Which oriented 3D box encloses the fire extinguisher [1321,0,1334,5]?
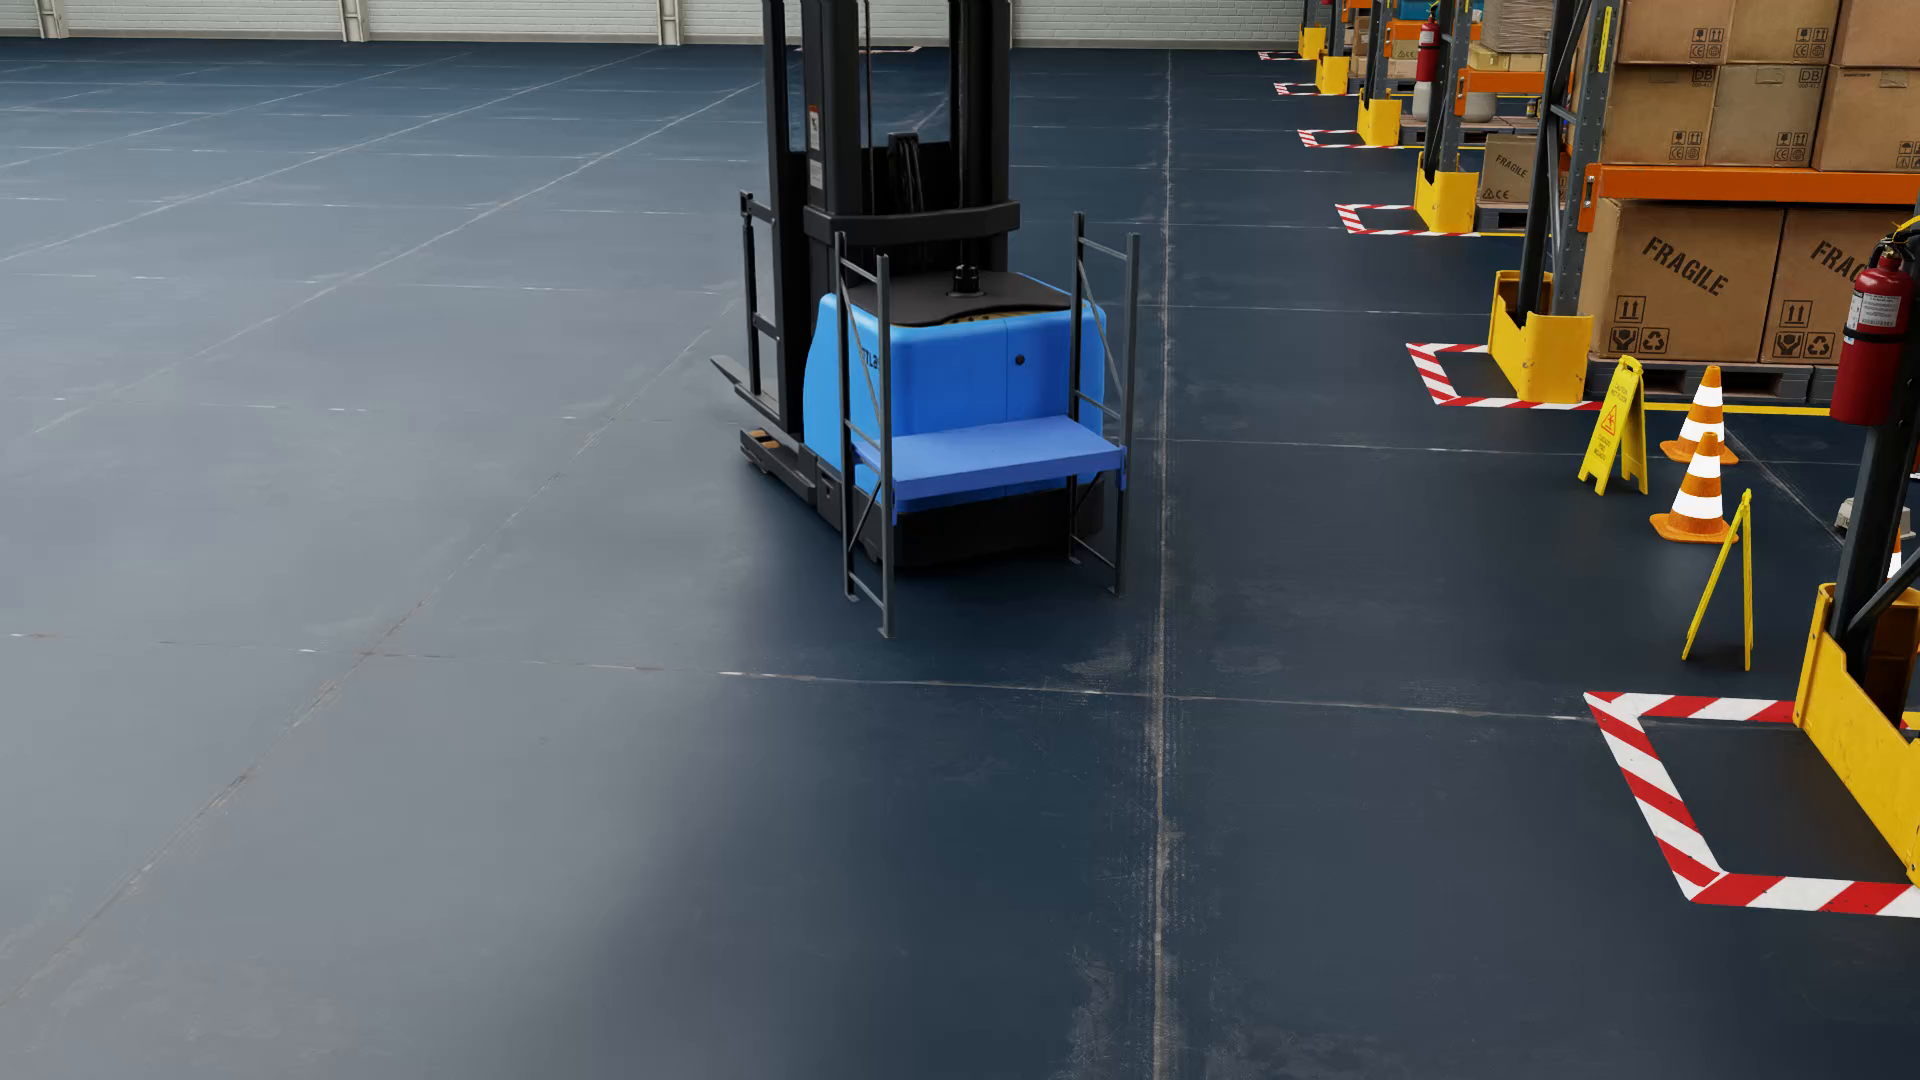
[{"bbox_3d":[5.232,-7.941,23.551,0.183,0.674,0.296,2,22,6],"label":"fire extinguisher"}]

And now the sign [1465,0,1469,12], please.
[{"bbox_3d":[4.061,-4.390,13.287,0.005,0.325,0.100,2,22,6],"label":"sign"}]

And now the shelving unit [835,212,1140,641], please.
[{"bbox_3d":[0.102,-0.467,6.580,1.048,1.500,0.538,-9,23,-22],"label":"shelving unit"}]

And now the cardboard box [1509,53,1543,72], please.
[{"bbox_3d":[4.626,-3.952,13.697,0.250,0.149,0.380,2,22,6],"label":"cardboard box"}]

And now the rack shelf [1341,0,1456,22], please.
[{"bbox_3d":[7.281,-7.381,23.008,4.000,0.370,1.077,2,22,6],"label":"rack shelf"}]

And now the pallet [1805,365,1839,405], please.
[{"bbox_3d":[5.452,-1.022,9.739,1.213,0.211,1.003,2,22,6],"label":"pallet"}]

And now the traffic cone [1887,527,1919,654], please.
[{"bbox_3d":[3.538,0.160,6.406,0.334,0.463,0.336,2,22,6],"label":"traffic cone"}]

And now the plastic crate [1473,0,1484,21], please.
[{"bbox_3d":[5.884,-5.982,18.694,0.408,0.251,0.499,2,22,6],"label":"plastic crate"}]

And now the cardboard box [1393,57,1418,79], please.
[{"bbox_3d":[6.298,-6.594,23.208,0.500,0.250,0.500,2,22,6],"label":"cardboard box"}]

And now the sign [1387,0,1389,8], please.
[{"bbox_3d":[4.639,-5.922,17.963,0.005,0.325,0.100,2,22,6],"label":"sign"}]

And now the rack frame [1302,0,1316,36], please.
[{"bbox_3d":[5.874,-9.611,27.670,0.127,3.000,1.000,2,22,6],"label":"rack frame"}]

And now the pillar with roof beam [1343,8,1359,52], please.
[{"bbox_3d":[6.164,-11.115,23.314,0.400,9.000,9.100,2,22,6],"label":"pillar with roof beam"}]

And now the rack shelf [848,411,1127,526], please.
[{"bbox_3d":[0.102,-0.300,6.646,1.000,0.185,0.538,-9,23,-22],"label":"rack shelf"}]

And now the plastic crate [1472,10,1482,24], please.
[{"bbox_3d":[5.559,-5.715,18.174,0.250,0.136,0.298,2,22,6],"label":"plastic crate"}]

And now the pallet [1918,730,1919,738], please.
[{"bbox_3d":[3.837,0.781,5.178,1.213,0.211,1.003,2,22,6],"label":"pallet"}]

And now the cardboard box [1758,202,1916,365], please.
[{"bbox_3d":[4.996,-1.544,9.583,0.875,0.875,0.875,2,22,5],"label":"cardboard box"}]

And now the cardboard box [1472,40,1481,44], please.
[{"bbox_3d":[7.290,-6.897,22.955,0.500,0.500,0.500,2,22,6],"label":"cardboard box"}]

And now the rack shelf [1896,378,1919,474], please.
[{"bbox_3d":[4.945,-0.146,4.709,4.000,0.370,1.077,2,22,6],"label":"rack shelf"}]

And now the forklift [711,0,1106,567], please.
[{"bbox_3d":[-0.460,-1.753,7.887,1.130,2.935,3.031,-10,24,-24],"label":"forklift"}]

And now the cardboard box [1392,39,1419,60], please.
[{"bbox_3d":[6.298,-6.942,23.068,0.500,0.500,0.500,2,22,6],"label":"cardboard box"}]

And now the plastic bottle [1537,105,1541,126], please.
[{"bbox_3d":[6.472,-4.737,18.456,0.097,0.271,0.097,0,22,0],"label":"plastic bottle"}]

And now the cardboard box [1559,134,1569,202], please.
[{"bbox_3d":[5.341,-3.172,14.212,0.500,0.500,0.500,8,23,20],"label":"cardboard box"}]

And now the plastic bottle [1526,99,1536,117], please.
[{"bbox_3d":[6.583,-4.978,19.158,0.097,0.201,0.097,0,22,0],"label":"plastic bottle"}]

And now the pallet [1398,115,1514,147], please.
[{"bbox_3d":[5.595,-4.674,18.975,1.213,0.211,1.003,2,22,6],"label":"pallet"}]

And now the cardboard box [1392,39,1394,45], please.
[{"bbox_3d":[7.116,-8.478,27.862,0.500,0.311,0.500,4,22,11],"label":"cardboard box"}]

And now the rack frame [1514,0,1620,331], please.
[{"bbox_3d":[3.441,-2.379,9.378,0.127,3.000,1.000,2,22,6],"label":"rack frame"}]

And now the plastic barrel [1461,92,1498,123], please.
[{"bbox_3d":[5.868,-5.010,18.845,0.421,0.512,0.421,0,22,0],"label":"plastic barrel"}]

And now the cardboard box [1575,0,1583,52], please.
[{"bbox_3d":[5.179,-4.359,13.844,0.500,0.500,0.875,2,22,6],"label":"cardboard box"}]

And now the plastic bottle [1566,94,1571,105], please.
[{"bbox_3d":[6.968,-4.986,19.077,0.135,0.276,0.152,2,22,5],"label":"plastic bottle"}]

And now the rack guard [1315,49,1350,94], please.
[{"bbox_3d":[5.271,-6.641,23.557,0.348,0.500,1.175,2,22,6],"label":"rack guard"}]

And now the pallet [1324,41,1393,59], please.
[{"bbox_3d":[6.752,-8.263,28.053,1.213,0.211,1.003,2,22,6],"label":"pallet"}]

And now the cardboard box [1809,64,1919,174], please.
[{"bbox_3d":[4.905,-2.363,9.134,0.550,0.550,0.875,2,22,6],"label":"cardboard box"}]

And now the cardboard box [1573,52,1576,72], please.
[{"bbox_3d":[5.123,-3.932,13.647,0.250,0.149,0.380,2,22,6],"label":"cardboard box"}]

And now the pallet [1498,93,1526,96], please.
[{"bbox_3d":[7.267,-6.434,23.427,1.213,0.211,1.003,2,22,6],"label":"pallet"}]

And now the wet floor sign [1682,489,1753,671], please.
[{"bbox_3d":[2.896,0.129,6.237,0.232,0.644,0.267,11,24,25],"label":"wet floor sign"}]

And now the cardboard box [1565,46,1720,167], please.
[{"bbox_3d":[3.815,-2.449,9.351,0.550,0.550,0.875,2,22,6],"label":"cardboard box"}]

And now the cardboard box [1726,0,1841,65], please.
[{"bbox_3d":[4.362,-2.931,9.100,0.550,0.550,0.875,2,22,6],"label":"cardboard box"}]

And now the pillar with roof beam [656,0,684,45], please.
[{"bbox_3d":[-5.753,-11.634,24.627,0.400,9.000,9.100,2,22,6],"label":"pillar with roof beam"}]

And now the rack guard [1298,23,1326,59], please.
[{"bbox_3d":[5.949,-8.445,28.121,0.348,0.500,1.175,2,22,6],"label":"rack guard"}]

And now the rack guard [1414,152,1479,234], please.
[{"bbox_3d":[4.200,-3.020,14.398,0.348,0.500,1.175,2,22,6],"label":"rack guard"}]

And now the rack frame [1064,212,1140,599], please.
[{"bbox_3d":[0.569,-0.541,6.768,0.032,1.500,0.500,-9,23,-22],"label":"rack frame"}]

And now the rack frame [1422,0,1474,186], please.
[{"bbox_3d":[4.125,-4.186,13.947,0.127,3.000,1.000,2,22,6],"label":"rack frame"}]

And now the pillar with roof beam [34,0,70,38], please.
[{"bbox_3d":[-17.669,-12.153,25.940,0.400,9.000,9.100,2,22,6],"label":"pillar with roof beam"}]

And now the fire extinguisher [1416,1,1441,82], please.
[{"bbox_3d":[4.065,-4.323,14.399,0.183,0.674,0.296,2,22,6],"label":"fire extinguisher"}]
